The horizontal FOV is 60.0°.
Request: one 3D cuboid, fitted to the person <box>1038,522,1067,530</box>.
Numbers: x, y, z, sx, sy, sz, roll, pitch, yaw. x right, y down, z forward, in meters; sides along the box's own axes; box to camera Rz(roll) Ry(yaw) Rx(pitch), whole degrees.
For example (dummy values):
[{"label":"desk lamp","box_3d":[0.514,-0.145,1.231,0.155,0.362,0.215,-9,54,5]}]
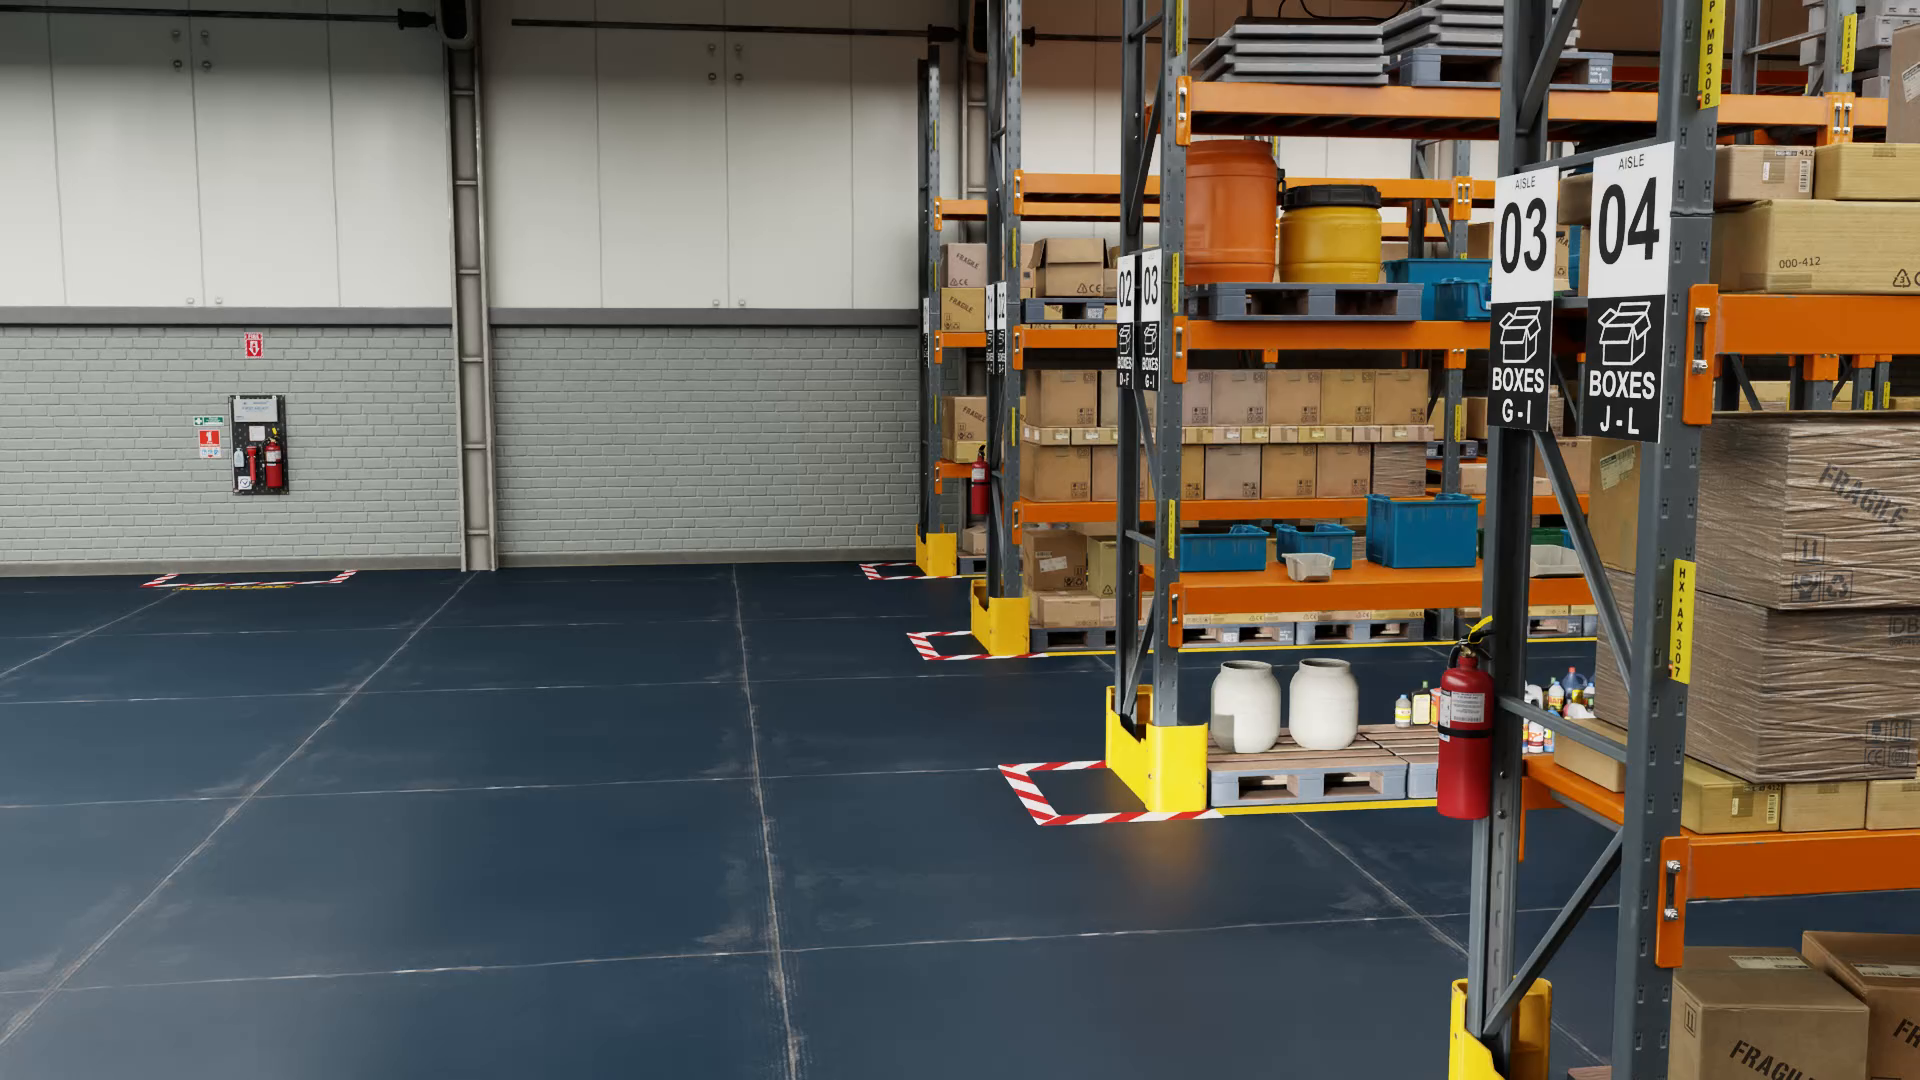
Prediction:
[{"label":"person","box_3d":[1.018,-0.063,16.528,0.657,1.588,0.427,0,7,-3]}]
